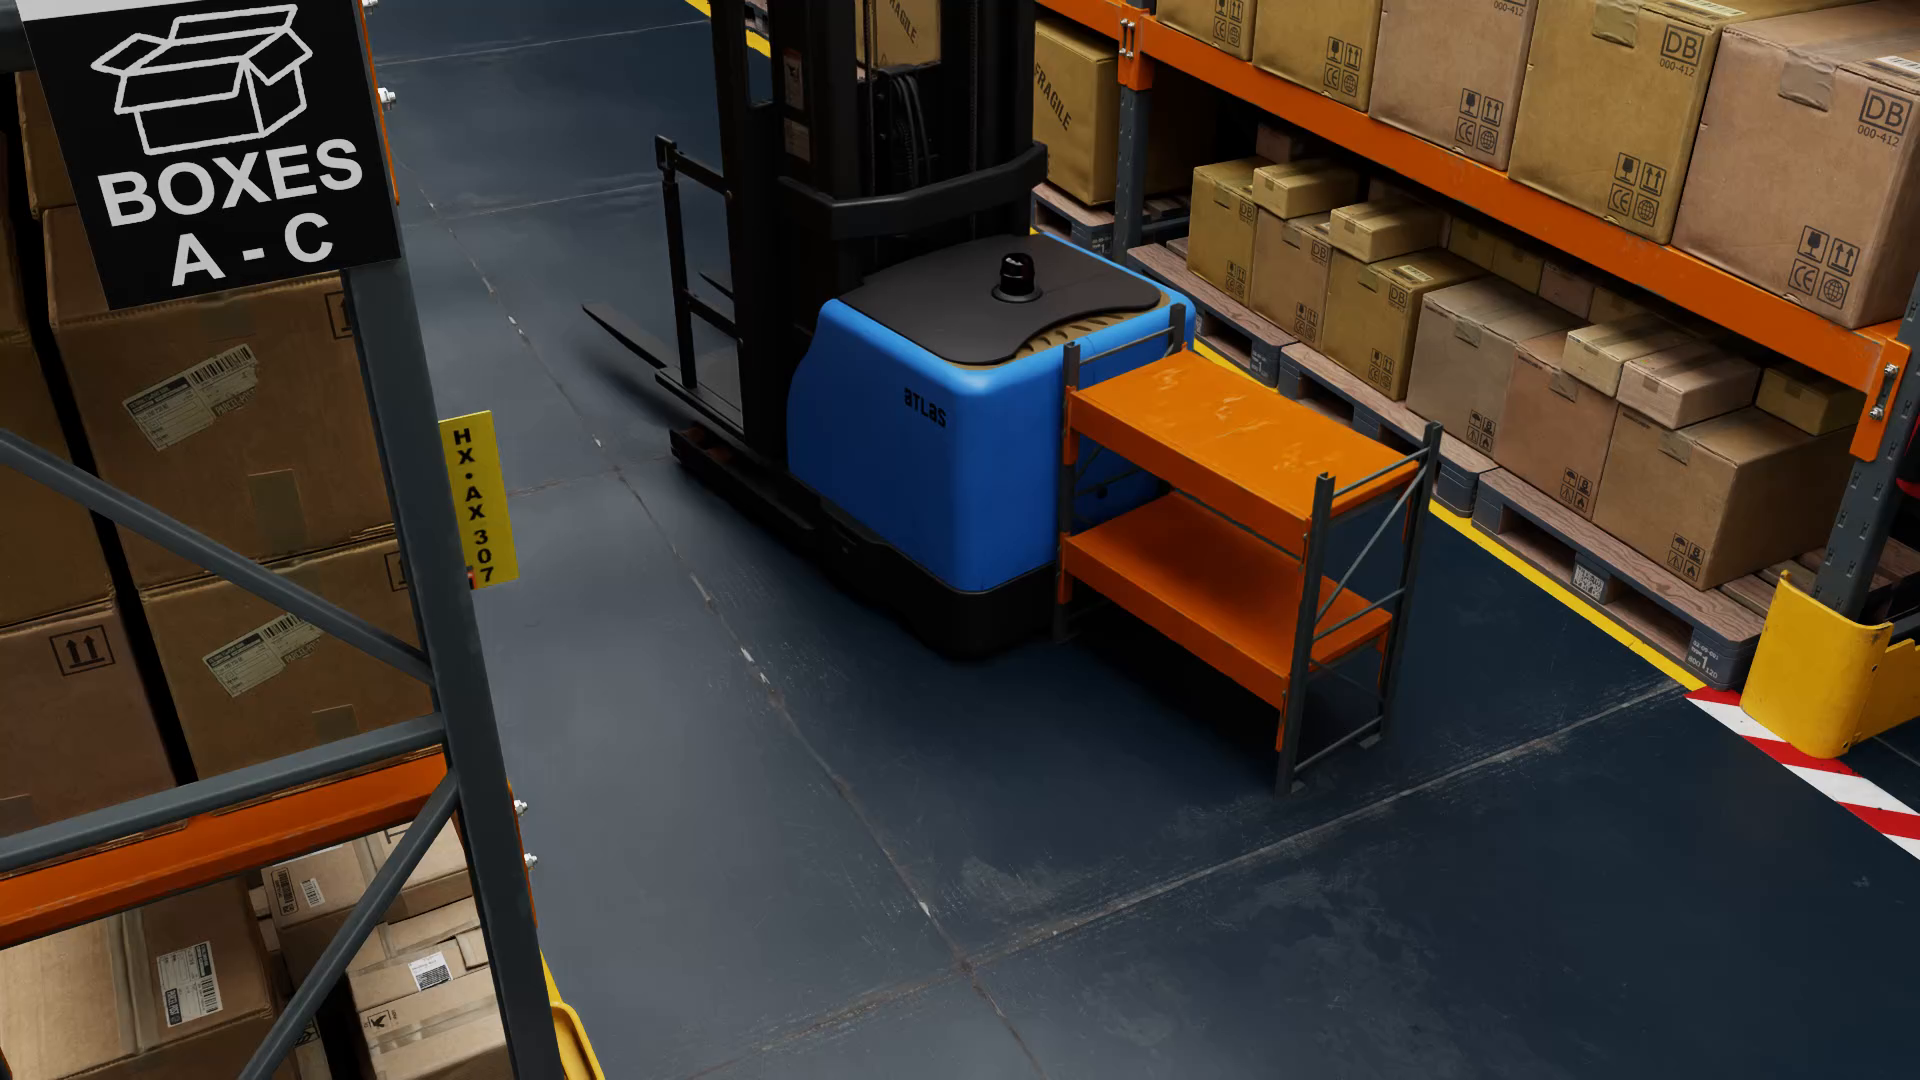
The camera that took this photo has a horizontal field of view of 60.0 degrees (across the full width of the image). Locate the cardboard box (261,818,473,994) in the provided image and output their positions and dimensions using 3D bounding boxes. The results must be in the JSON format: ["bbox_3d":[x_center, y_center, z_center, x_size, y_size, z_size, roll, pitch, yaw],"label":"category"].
[{"bbox_3d":[-1.520,0.844,4.293,0.500,0.250,0.500,-16,36,-23],"label":"cardboard box"}]

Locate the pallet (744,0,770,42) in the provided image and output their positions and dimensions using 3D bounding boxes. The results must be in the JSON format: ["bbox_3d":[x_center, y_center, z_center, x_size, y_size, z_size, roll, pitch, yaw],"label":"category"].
[{"bbox_3d":[-0.997,-3.824,12.023,1.003,0.211,1.213,-16,36,-23],"label":"pallet"}]

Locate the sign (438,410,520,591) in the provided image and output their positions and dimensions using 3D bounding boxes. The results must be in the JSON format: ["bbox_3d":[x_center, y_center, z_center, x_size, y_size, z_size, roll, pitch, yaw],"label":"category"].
[{"bbox_3d":[-0.804,-0.060,2.761,0.100,0.325,0.005,-16,36,-23],"label":"sign"}]

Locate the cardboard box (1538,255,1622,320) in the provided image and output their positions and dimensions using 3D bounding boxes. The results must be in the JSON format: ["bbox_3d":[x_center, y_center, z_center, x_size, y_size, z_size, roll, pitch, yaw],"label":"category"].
[{"bbox_3d":[2.444,-0.986,6.336,0.380,0.149,0.250,-15,36,-22],"label":"cardboard box"}]

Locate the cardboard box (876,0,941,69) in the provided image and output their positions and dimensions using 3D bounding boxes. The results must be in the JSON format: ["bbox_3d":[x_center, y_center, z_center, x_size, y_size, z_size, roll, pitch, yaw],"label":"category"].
[{"bbox_3d":[-0.004,-3.093,9.901,0.750,0.750,0.750,-16,36,-23],"label":"cardboard box"}]

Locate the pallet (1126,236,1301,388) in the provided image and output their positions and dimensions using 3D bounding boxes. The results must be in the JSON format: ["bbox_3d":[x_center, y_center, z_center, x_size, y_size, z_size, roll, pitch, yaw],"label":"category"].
[{"bbox_3d":[1.517,-1.159,7.864,1.003,0.211,1.213,-16,36,-23],"label":"pallet"}]

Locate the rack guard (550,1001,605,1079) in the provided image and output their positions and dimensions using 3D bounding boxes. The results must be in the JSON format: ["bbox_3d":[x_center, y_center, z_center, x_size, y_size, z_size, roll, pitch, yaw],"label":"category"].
[{"bbox_3d":[-1.319,1.457,3.513,1.175,0.500,0.348,-16,36,-23],"label":"rack guard"}]

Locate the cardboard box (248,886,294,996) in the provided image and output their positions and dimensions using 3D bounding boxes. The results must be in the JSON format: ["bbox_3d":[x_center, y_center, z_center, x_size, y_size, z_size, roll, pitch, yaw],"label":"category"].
[{"bbox_3d":[-1.865,1.035,4.073,0.380,0.166,0.250,-16,36,-23],"label":"cardboard box"}]

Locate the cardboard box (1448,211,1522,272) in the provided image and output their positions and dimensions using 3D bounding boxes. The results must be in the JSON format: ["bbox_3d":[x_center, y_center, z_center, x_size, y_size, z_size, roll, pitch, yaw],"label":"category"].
[{"bbox_3d":[2.207,-1.230,6.715,0.380,0.149,0.250,-17,36,-24],"label":"cardboard box"}]

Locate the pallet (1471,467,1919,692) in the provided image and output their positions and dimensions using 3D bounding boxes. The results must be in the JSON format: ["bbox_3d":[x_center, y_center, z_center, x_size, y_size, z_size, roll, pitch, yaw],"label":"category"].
[{"bbox_3d":[2.655,0.005,6.046,1.003,0.211,1.213,-16,36,-23],"label":"pallet"}]

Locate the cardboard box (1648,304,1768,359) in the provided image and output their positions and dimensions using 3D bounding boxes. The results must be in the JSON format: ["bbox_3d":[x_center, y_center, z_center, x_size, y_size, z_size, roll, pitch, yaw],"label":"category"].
[{"bbox_3d":[2.680,-0.746,5.960,0.380,0.149,0.250,-16,36,-23],"label":"cardboard box"}]

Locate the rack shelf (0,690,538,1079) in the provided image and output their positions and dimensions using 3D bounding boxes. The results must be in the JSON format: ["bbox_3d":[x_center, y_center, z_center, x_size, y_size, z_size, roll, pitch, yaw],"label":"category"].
[{"bbox_3d":[-2.217,-0.211,4.465,1.077,0.370,4.000,-16,36,-23],"label":"rack shelf"}]

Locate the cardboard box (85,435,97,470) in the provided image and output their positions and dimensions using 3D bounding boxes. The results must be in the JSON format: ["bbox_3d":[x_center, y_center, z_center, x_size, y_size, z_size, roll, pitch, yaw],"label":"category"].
[{"bbox_3d":[-1.979,0.007,3.366,0.500,0.500,0.500,-16,36,-23],"label":"cardboard box"}]

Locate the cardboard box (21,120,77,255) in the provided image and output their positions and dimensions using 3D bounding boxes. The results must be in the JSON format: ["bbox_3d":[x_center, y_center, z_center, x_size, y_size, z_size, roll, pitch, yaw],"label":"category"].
[{"bbox_3d":[-1.508,-0.548,3.305,0.500,0.500,0.500,-15,36,-23],"label":"cardboard box"}]

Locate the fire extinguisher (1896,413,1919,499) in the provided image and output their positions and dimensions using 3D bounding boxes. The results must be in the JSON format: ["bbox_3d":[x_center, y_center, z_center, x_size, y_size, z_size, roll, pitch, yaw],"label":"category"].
[{"bbox_3d":[2.759,-0.429,4.557,0.296,0.674,0.183,-16,36,-23],"label":"fire extinguisher"}]

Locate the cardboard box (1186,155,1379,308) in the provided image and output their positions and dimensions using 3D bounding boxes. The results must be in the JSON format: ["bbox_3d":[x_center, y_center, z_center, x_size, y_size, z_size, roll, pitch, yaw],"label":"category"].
[{"bbox_3d":[1.490,-1.458,7.672,0.700,0.500,0.500,-15,36,-23],"label":"cardboard box"}]

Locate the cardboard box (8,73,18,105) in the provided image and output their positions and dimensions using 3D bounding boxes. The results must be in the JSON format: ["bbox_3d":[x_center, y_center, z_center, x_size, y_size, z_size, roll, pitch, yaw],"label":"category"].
[{"bbox_3d":[-2.698,-1.144,4.236,0.500,0.500,0.500,-17,36,-24],"label":"cardboard box"}]

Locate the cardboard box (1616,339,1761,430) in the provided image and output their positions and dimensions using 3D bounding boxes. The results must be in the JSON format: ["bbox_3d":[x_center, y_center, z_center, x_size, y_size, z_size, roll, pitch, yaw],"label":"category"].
[{"bbox_3d":[2.461,-0.529,5.621,0.380,0.149,0.250,-16,36,-24],"label":"cardboard box"}]

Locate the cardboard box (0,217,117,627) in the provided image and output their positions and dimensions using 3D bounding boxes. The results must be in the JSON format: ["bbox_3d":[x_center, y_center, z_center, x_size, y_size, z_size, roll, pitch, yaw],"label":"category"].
[{"bbox_3d":[-1.735,-0.166,2.708,0.500,0.500,0.500,-16,36,-24],"label":"cardboard box"}]

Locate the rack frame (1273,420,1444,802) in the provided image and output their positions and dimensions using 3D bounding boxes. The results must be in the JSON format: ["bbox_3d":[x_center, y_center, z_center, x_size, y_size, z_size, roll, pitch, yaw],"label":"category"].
[{"bbox_3d":[1.155,0.226,4.855,0.500,1.125,0.032,-23,39,-32],"label":"rack frame"}]

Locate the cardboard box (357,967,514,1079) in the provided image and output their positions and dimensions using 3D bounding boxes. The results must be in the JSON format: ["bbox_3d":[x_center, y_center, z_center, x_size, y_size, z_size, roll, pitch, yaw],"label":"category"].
[{"bbox_3d":[-1.175,1.170,3.879,0.380,0.149,0.250,-16,36,-23],"label":"cardboard box"}]

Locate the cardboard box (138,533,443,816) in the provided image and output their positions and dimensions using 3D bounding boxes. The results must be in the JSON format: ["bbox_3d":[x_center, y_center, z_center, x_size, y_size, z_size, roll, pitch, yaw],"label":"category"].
[{"bbox_3d":[-1.258,0.120,3.189,0.500,0.500,0.500,-15,36,-22],"label":"cardboard box"}]

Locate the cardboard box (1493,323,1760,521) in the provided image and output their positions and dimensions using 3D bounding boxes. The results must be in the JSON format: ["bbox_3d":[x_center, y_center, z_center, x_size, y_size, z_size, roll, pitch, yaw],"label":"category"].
[{"bbox_3d":[2.448,-0.479,6.145,0.700,0.500,0.500,-16,36,-23],"label":"cardboard box"}]

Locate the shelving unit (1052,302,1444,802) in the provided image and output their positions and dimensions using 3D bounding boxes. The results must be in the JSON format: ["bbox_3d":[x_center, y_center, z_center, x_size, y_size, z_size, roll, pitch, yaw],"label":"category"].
[{"bbox_3d":[0.839,0.011,5.190,0.538,1.125,1.048,-23,39,-32],"label":"shelving unit"}]

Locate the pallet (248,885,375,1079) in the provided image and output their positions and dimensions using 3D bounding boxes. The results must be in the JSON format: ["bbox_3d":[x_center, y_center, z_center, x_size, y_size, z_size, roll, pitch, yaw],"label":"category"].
[{"bbox_3d":[-1.692,1.198,4.184,1.003,0.211,1.213,-16,36,-23],"label":"pallet"}]

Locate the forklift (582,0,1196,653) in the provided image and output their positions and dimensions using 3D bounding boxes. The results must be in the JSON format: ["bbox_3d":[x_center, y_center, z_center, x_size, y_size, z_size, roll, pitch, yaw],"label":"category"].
[{"bbox_3d":[-0.507,-1.588,6.011,1.130,2.935,3.031,-23,39,-32],"label":"forklift"}]

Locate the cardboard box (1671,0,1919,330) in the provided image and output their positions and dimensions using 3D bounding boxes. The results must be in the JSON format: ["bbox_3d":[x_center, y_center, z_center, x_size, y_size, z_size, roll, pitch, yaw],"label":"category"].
[{"bbox_3d":[2.850,-1.174,5.024,0.980,0.700,0.700,-14,35,-21],"label":"cardboard box"}]

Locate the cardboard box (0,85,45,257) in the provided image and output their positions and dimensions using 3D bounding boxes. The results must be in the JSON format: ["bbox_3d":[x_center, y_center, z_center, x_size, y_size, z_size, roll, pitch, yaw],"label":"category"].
[{"bbox_3d":[-2.217,-0.653,3.469,0.500,0.500,0.500,-15,36,-22],"label":"cardboard box"}]

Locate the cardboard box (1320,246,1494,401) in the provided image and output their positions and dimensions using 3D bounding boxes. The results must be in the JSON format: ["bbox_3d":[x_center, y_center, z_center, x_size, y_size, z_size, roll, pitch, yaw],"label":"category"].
[{"bbox_3d":[1.958,-0.972,6.914,0.700,0.500,0.500,-15,36,-22],"label":"cardboard box"}]

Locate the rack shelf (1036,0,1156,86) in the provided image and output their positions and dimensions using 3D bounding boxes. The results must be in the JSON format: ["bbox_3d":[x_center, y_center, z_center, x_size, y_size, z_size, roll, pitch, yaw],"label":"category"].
[{"bbox_3d":[0.299,-3.368,9.393,1.077,0.370,4.000,-16,36,-23],"label":"rack shelf"}]

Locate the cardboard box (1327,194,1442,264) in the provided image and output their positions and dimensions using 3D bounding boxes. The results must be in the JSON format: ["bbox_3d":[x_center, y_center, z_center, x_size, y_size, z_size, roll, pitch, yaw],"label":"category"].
[{"bbox_3d":[1.731,-1.272,6.782,0.380,0.149,0.250,-17,36,-24],"label":"cardboard box"}]

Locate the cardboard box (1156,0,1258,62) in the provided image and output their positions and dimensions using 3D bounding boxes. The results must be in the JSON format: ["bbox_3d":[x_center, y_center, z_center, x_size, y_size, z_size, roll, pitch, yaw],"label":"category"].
[{"bbox_3d":[1.470,-2.579,7.217,0.980,0.700,0.700,-15,36,-22],"label":"cardboard box"}]

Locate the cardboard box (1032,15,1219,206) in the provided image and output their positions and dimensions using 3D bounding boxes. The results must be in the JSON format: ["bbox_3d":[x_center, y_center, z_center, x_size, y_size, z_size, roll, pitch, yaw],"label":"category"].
[{"bbox_3d":[0.813,-2.265,8.608,0.750,0.750,0.750,-15,36,-23],"label":"cardboard box"}]

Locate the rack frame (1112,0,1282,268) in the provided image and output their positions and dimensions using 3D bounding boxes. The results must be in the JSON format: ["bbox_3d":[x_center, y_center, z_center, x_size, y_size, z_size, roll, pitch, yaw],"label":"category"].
[{"bbox_3d":[1.232,-2.716,7.709,1.000,3.000,0.127,-16,36,-23],"label":"rack frame"}]

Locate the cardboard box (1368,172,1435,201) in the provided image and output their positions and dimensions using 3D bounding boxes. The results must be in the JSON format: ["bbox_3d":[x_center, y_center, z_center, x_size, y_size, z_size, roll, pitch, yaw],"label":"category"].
[{"bbox_3d":[1.968,-1.473,7.096,0.380,0.149,0.250,-17,36,-25],"label":"cardboard box"}]

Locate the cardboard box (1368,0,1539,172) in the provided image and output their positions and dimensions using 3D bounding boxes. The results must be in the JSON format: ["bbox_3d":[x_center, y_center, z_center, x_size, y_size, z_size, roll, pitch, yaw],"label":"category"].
[{"bbox_3d":[2.153,-1.885,6.133,0.980,0.700,0.700,-18,37,-25],"label":"cardboard box"}]

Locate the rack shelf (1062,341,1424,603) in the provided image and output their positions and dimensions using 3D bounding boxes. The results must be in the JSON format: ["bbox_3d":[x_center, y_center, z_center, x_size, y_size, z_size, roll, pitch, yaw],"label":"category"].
[{"bbox_3d":[0.839,-0.236,5.032,0.538,0.278,1.000,-23,39,-32],"label":"rack shelf"}]
